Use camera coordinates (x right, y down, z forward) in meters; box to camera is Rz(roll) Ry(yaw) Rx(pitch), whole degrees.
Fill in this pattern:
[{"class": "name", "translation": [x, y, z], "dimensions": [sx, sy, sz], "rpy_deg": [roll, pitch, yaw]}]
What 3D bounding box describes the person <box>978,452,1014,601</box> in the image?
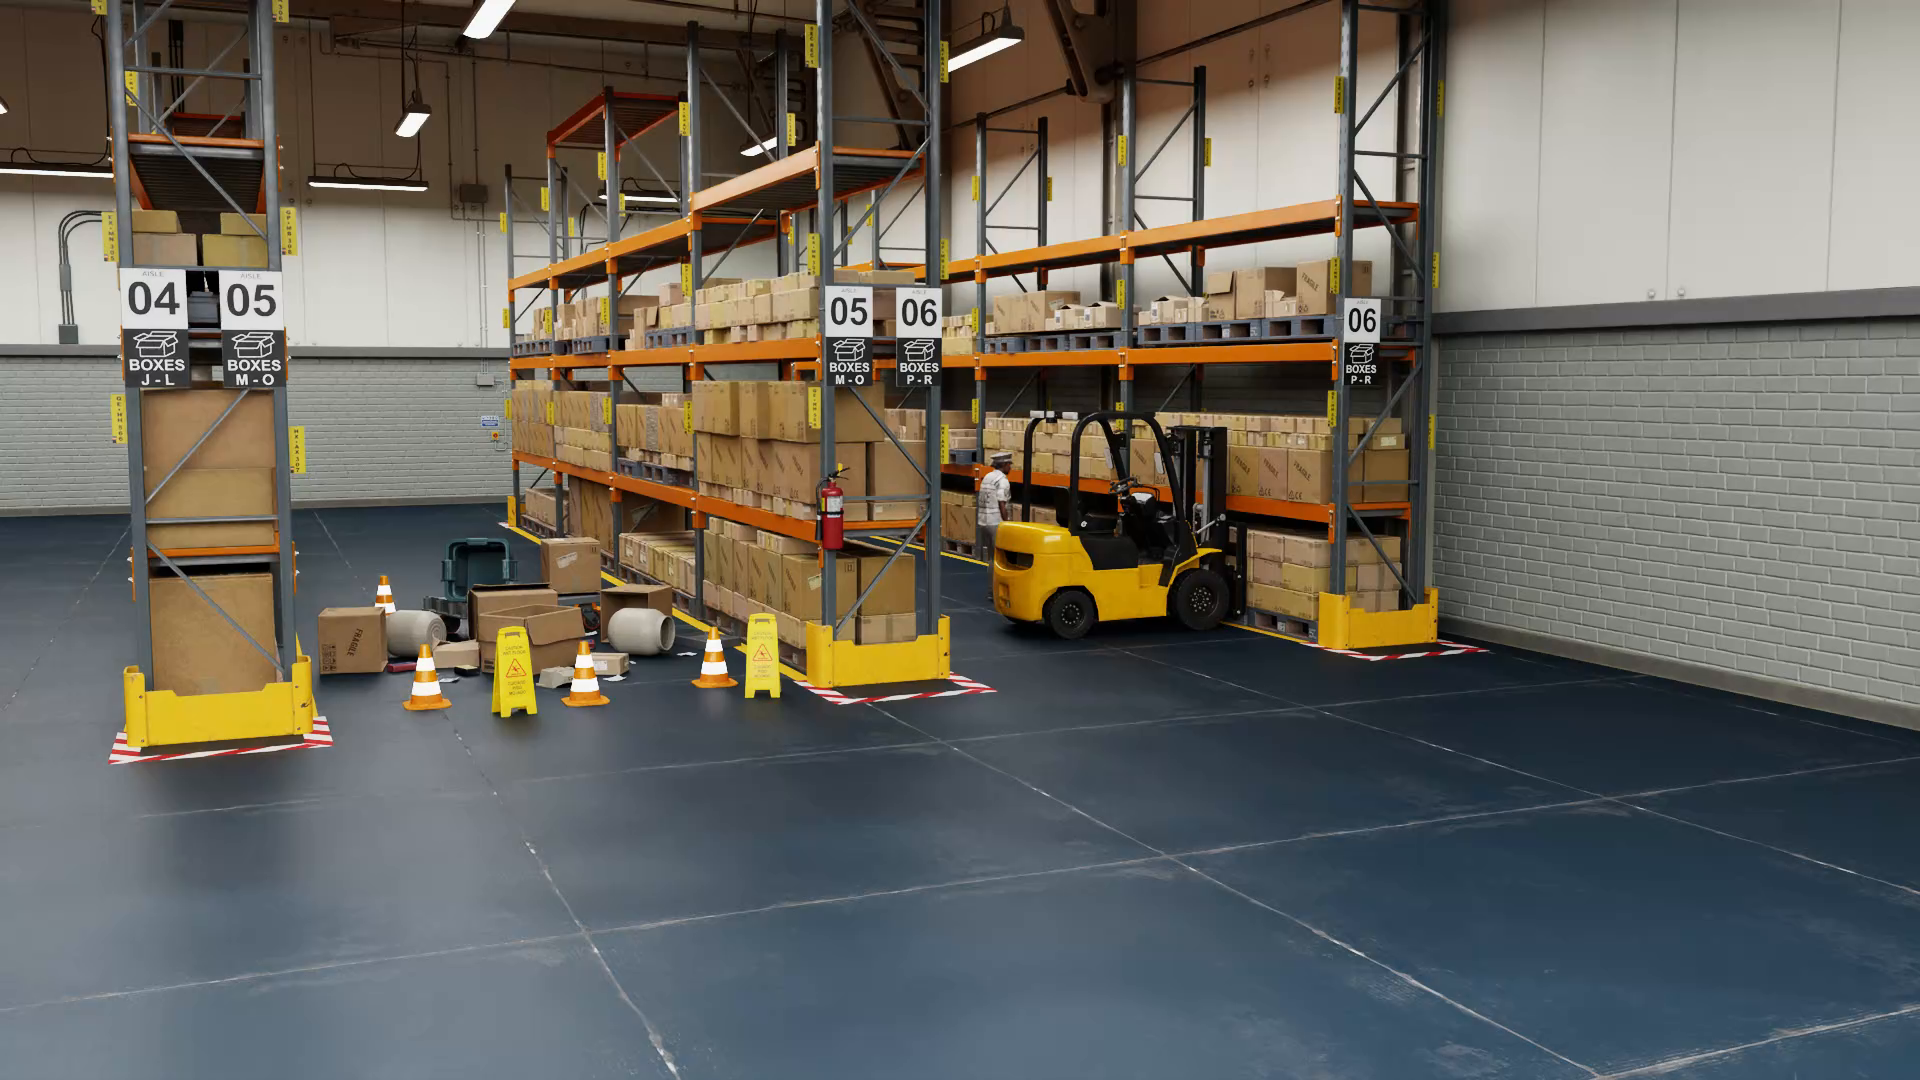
[{"class": "person", "translation": [0.431, -0.144, 18.507], "dimensions": [0.417, 1.658, 0.514], "rpy_deg": [-3, 6, -25]}]
